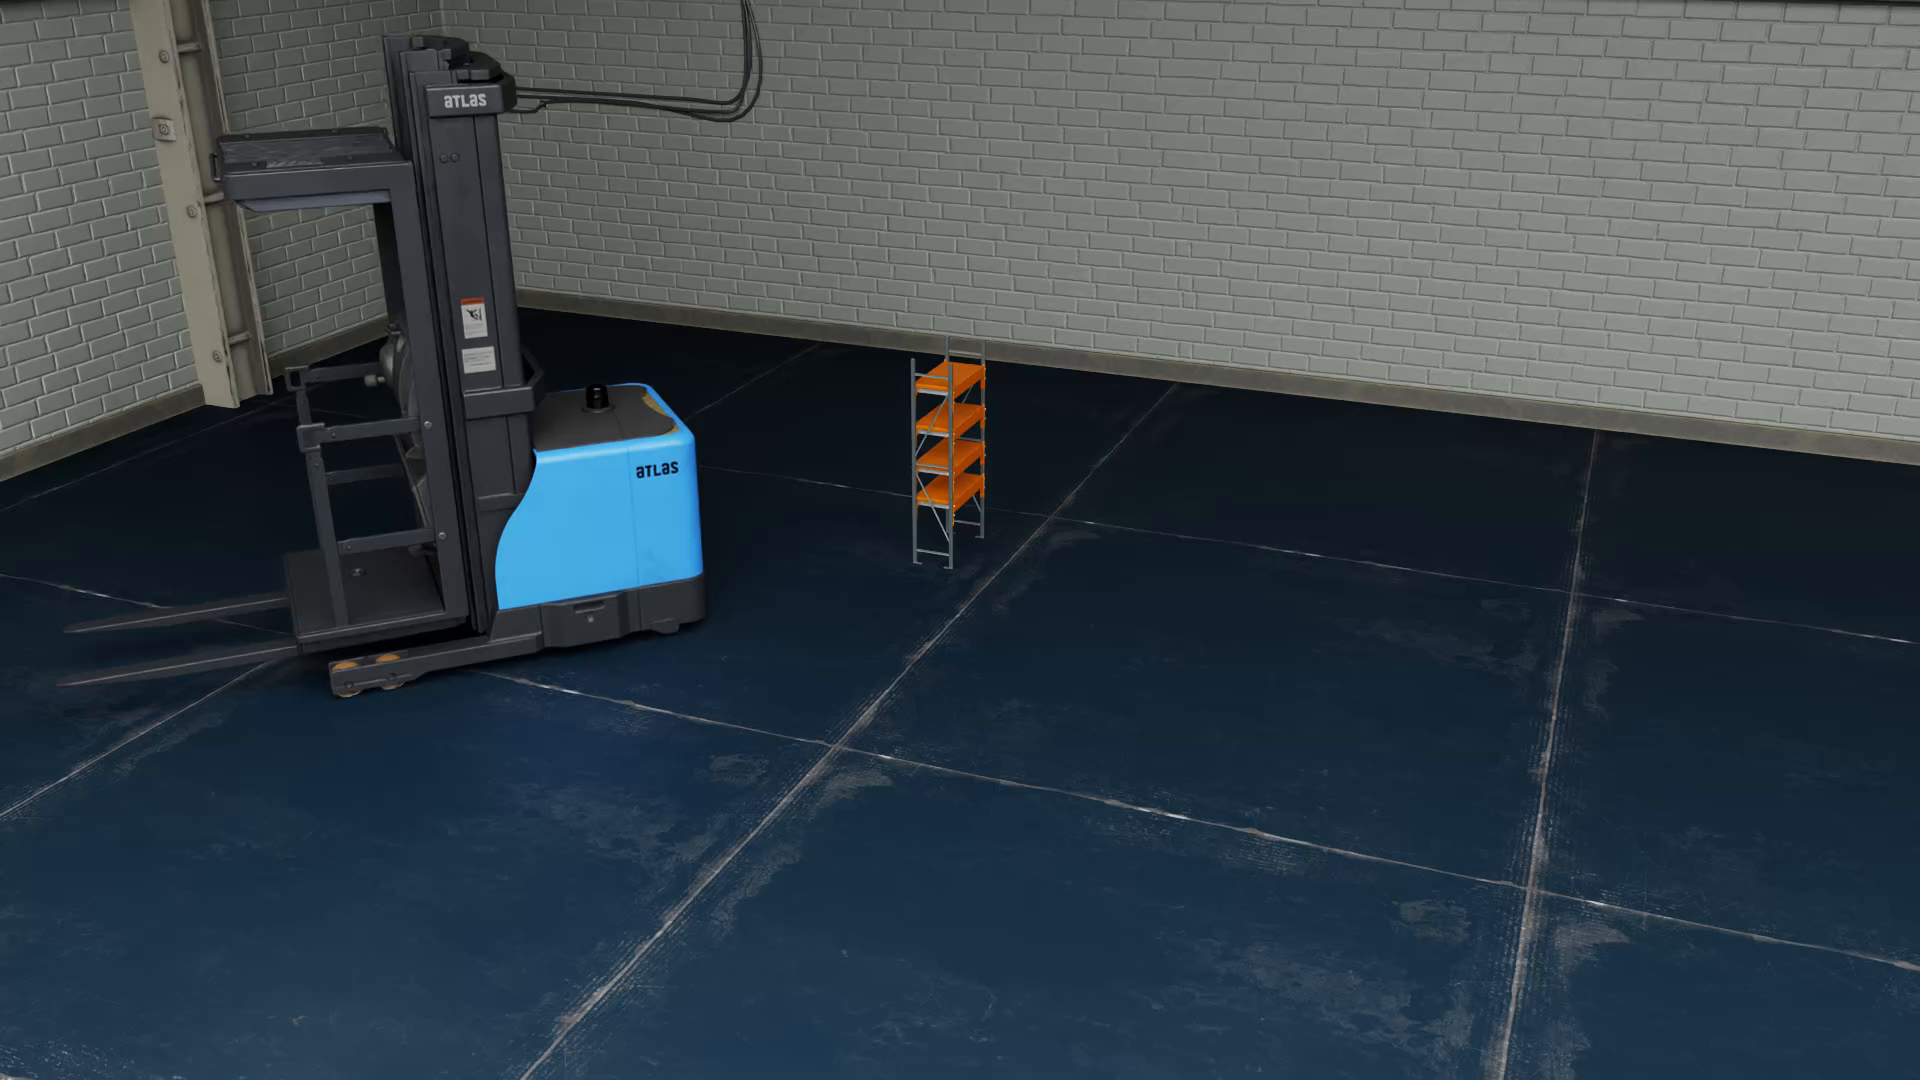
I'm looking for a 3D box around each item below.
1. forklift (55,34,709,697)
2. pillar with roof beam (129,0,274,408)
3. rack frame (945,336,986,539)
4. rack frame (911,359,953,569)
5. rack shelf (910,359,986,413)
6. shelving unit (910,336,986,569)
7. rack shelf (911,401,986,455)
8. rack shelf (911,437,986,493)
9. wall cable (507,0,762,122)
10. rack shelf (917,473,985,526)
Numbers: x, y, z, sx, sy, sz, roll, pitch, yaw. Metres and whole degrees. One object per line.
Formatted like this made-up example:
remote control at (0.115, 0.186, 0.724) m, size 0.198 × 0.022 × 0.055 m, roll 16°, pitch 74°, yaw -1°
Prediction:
forklift at (-2.872, -0.833, 7.941) m, size 3.031 × 2.935 × 1.130 m, roll -10°, pitch 25°, yaw -22°
pillar with roof beam at (-1.317, -4.581, 9.041) m, size 9.100 × 9.000 × 0.400 m, roll 9°, pitch 24°, yaw 20°
rack frame at (0.029, -0.582, 9.586) m, size 0.240 × 1.200 × 0.015 m, roll 9°, pitch 24°, yaw 20°
rack frame at (-0.152, -0.407, 9.168) m, size 0.240 × 1.200 × 0.015 m, roll 9°, pitch 24°, yaw 20°
rack shelf at (-0.062, -0.857, 9.225) m, size 0.258 × 0.148 × 0.480 m, roll 9°, pitch 24°, yaw 20°
shelving unit at (-0.061, -0.494, 9.377) m, size 0.258 × 1.200 × 0.503 m, roll 9°, pitch 24°, yaw 20°
rack shelf at (-0.061, -0.639, 9.317) m, size 0.258 × 0.148 × 0.480 m, roll 9°, pitch 24°, yaw 20°
rack shelf at (-0.061, -0.432, 9.403) m, size 0.258 × 0.148 × 0.480 m, roll 9°, pitch 24°, yaw 20°
wall cable at (-2.992, -4.629, 13.185) m, size 3.097 × 2.526 × 0.112 m, roll 9°, pitch 24°, yaw 20°
rack shelf at (-0.061, -0.249, 9.479) m, size 0.258 × 0.148 × 0.480 m, roll 9°, pitch 24°, yaw 20°
